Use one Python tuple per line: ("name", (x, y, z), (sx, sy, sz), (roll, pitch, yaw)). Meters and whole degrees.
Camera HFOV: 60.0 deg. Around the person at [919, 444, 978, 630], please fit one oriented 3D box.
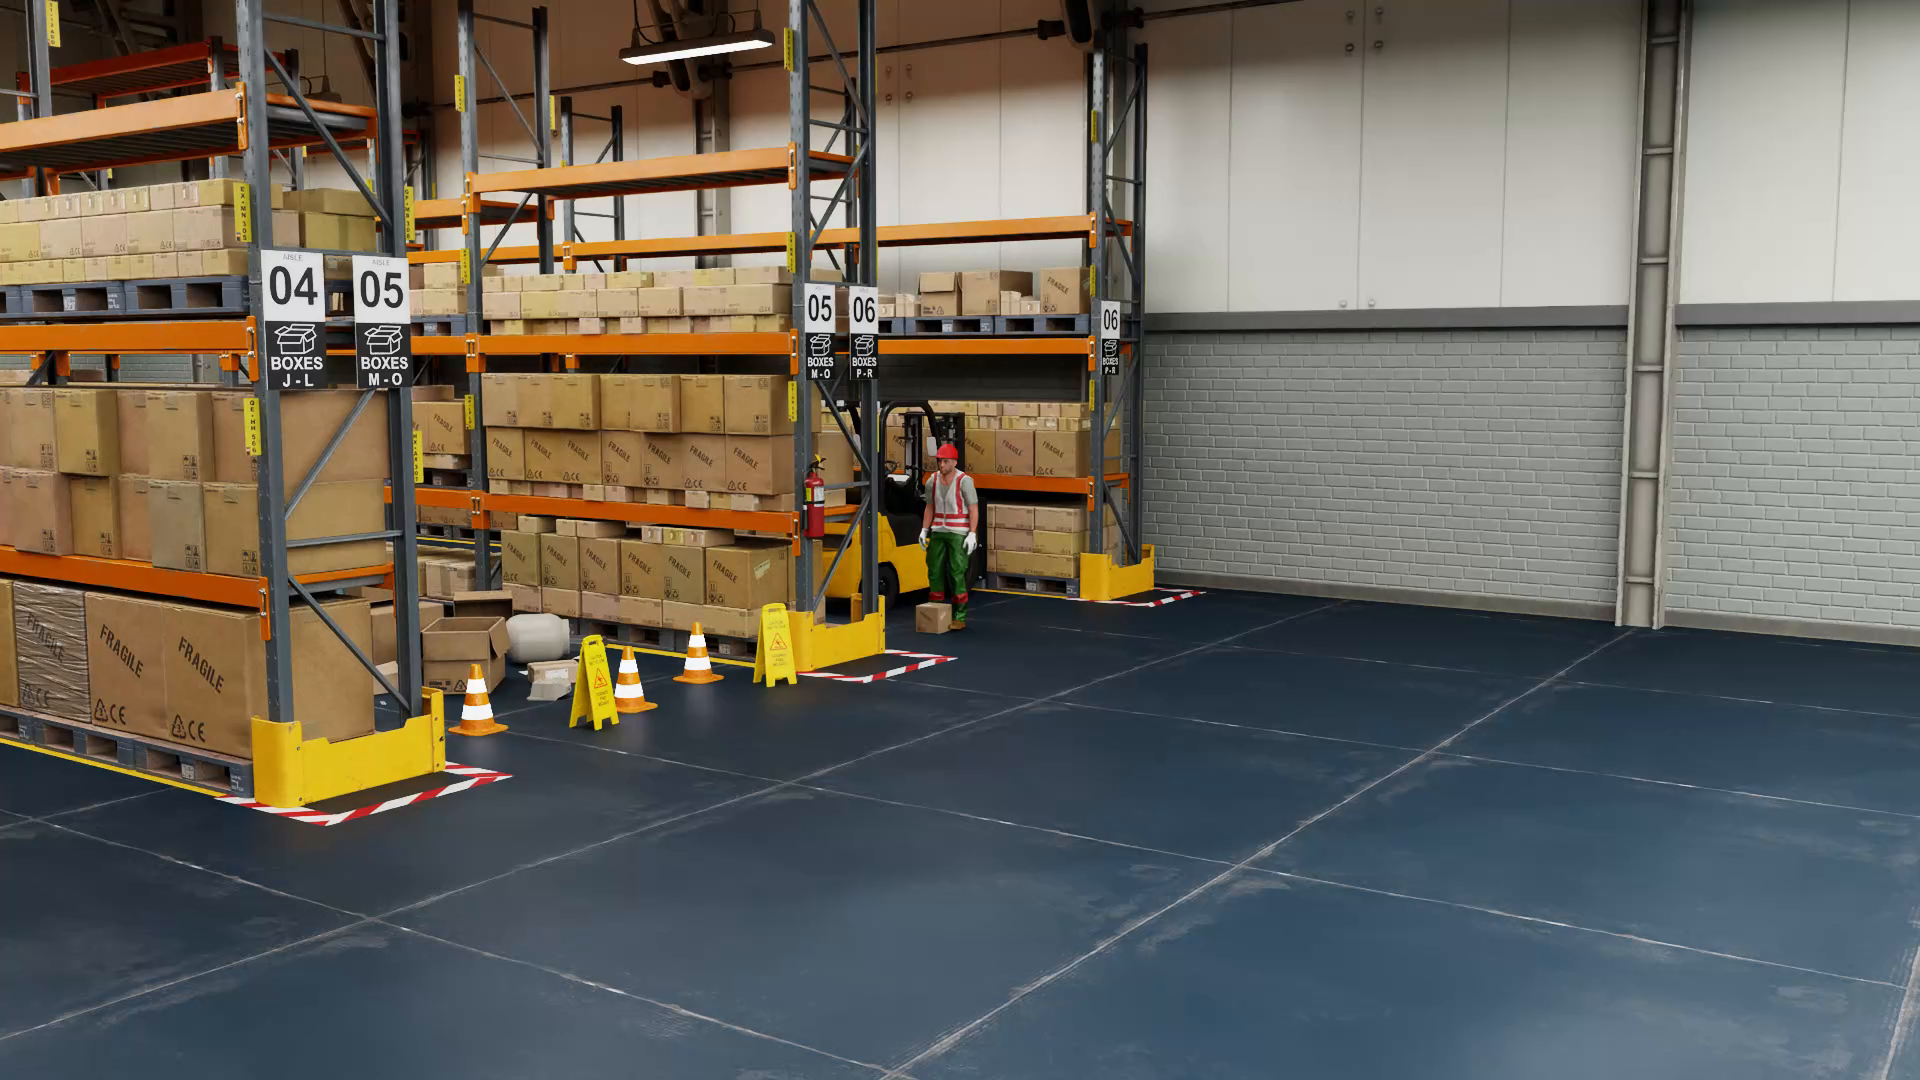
("person", (-0.112, -0.034, 15.961), (0.620, 1.780, 0.448), (4, 7, 30))
